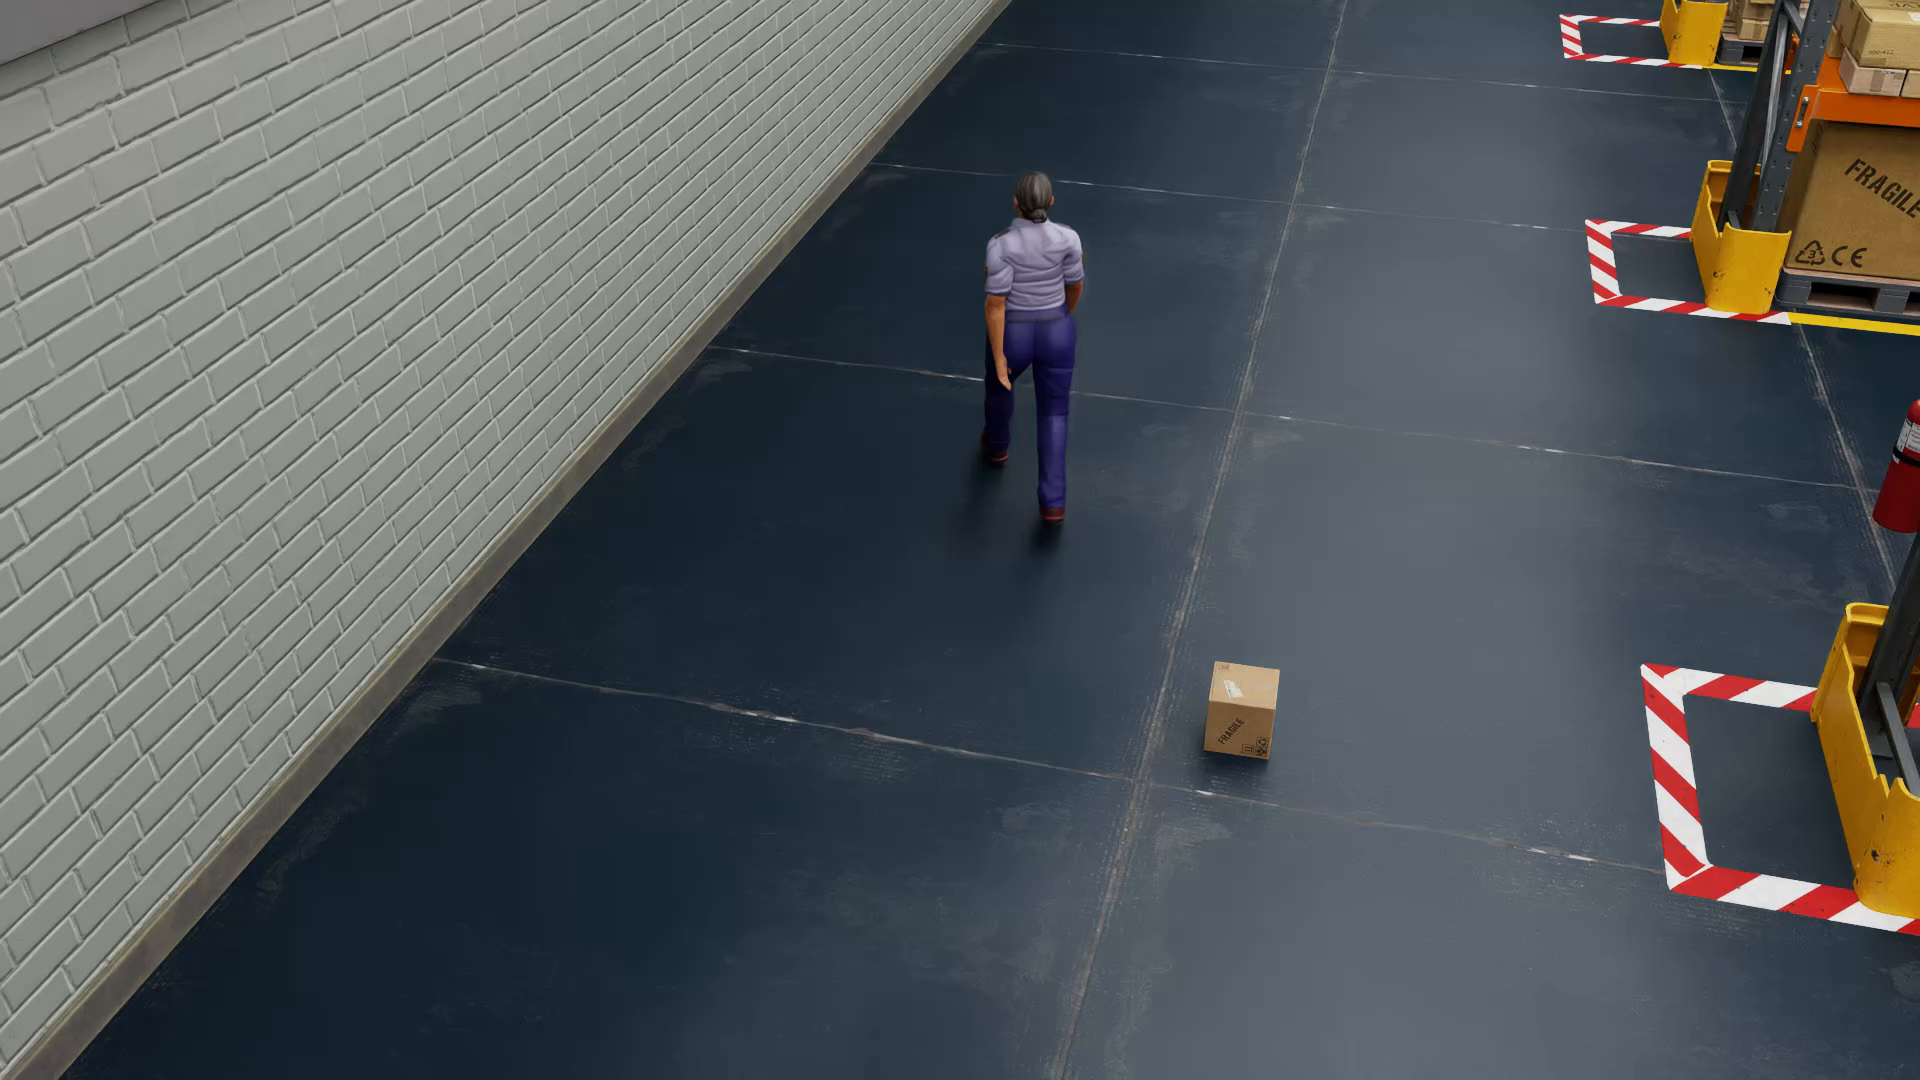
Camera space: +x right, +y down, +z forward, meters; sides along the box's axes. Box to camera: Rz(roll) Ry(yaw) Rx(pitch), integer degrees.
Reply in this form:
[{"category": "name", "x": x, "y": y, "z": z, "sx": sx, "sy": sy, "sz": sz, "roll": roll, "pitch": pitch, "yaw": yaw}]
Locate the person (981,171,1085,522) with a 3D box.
[{"category": "person", "x": 0.330, "y": -0.933, "z": 7.597, "sx": 0.467, "sy": 1.588, "sz": 1.021, "roll": -3, "pitch": 33, "yaw": -4}]
